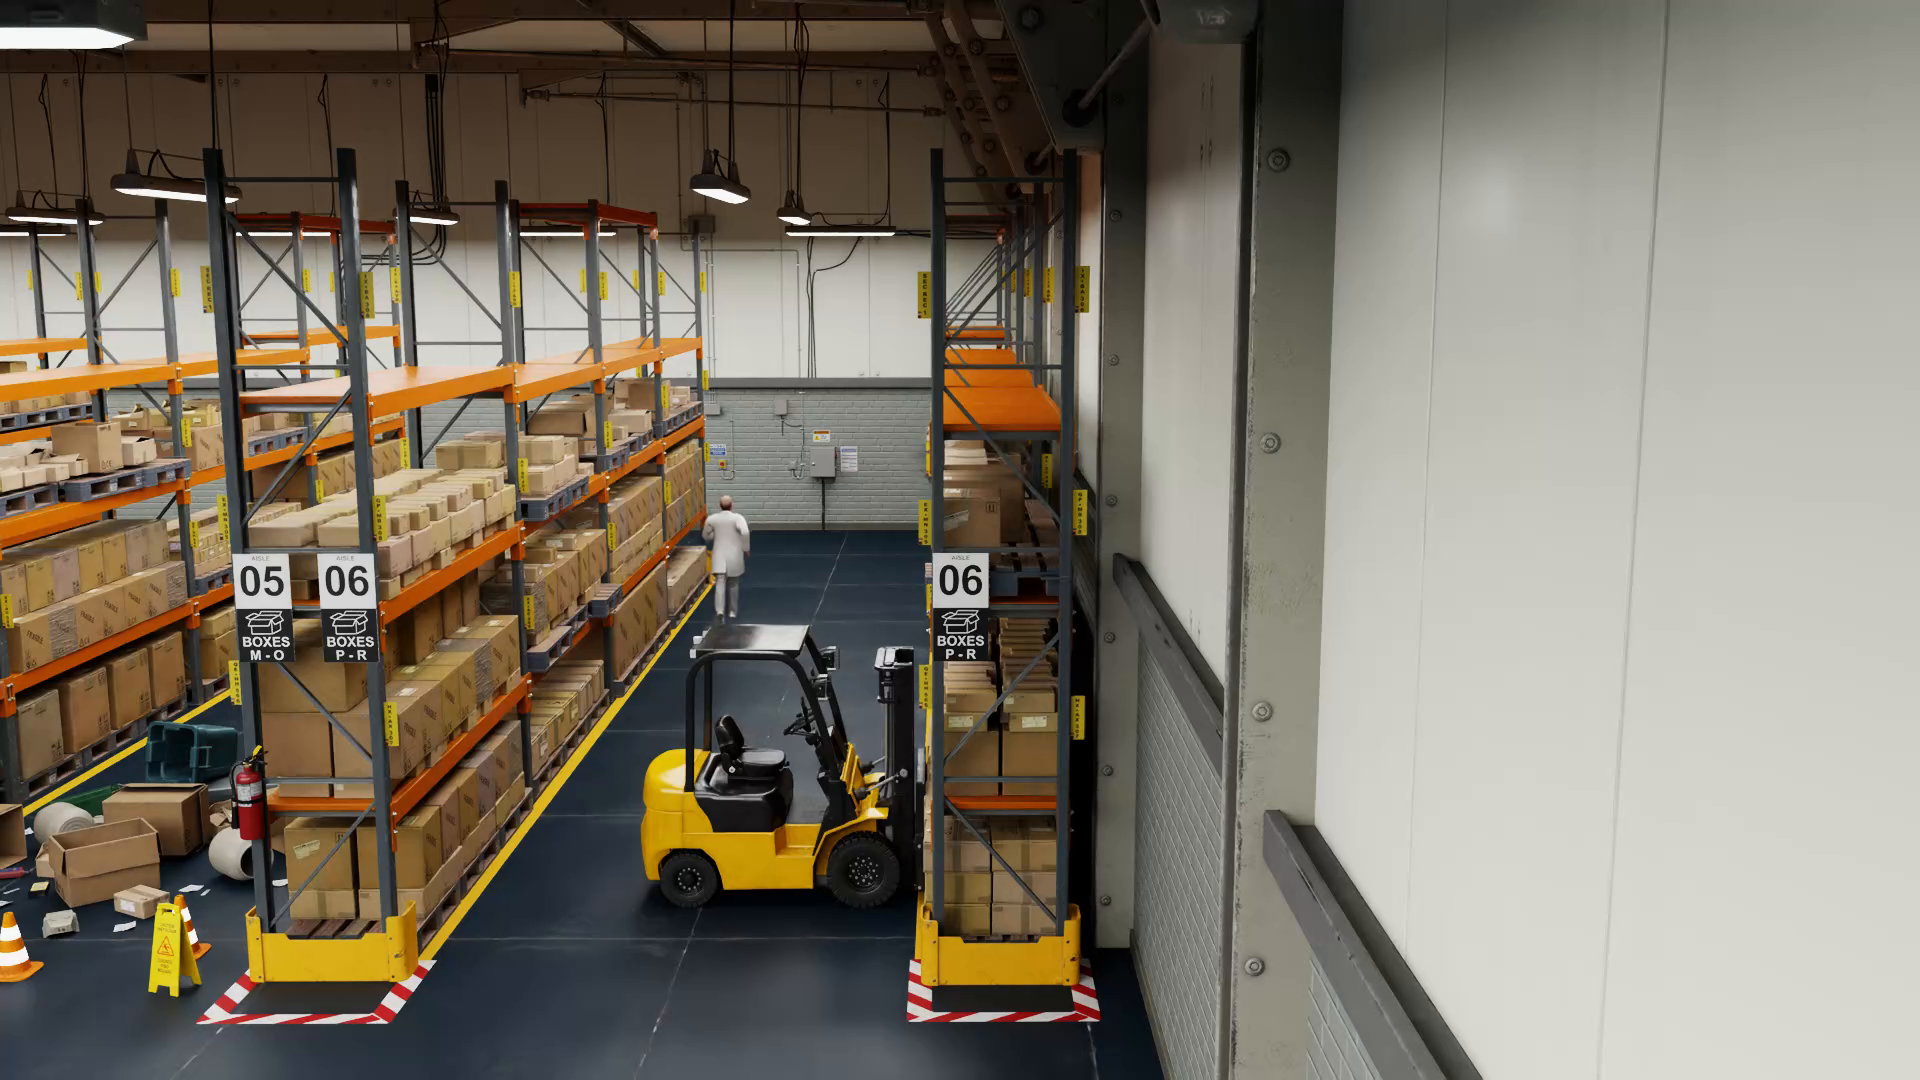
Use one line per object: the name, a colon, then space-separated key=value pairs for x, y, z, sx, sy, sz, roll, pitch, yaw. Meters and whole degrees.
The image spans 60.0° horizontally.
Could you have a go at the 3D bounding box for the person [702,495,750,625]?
person: x=-3.254 y=0.288 z=23.224 sx=0.704 sy=1.834 sz=0.972 roll=0 pitch=9 yaw=1
